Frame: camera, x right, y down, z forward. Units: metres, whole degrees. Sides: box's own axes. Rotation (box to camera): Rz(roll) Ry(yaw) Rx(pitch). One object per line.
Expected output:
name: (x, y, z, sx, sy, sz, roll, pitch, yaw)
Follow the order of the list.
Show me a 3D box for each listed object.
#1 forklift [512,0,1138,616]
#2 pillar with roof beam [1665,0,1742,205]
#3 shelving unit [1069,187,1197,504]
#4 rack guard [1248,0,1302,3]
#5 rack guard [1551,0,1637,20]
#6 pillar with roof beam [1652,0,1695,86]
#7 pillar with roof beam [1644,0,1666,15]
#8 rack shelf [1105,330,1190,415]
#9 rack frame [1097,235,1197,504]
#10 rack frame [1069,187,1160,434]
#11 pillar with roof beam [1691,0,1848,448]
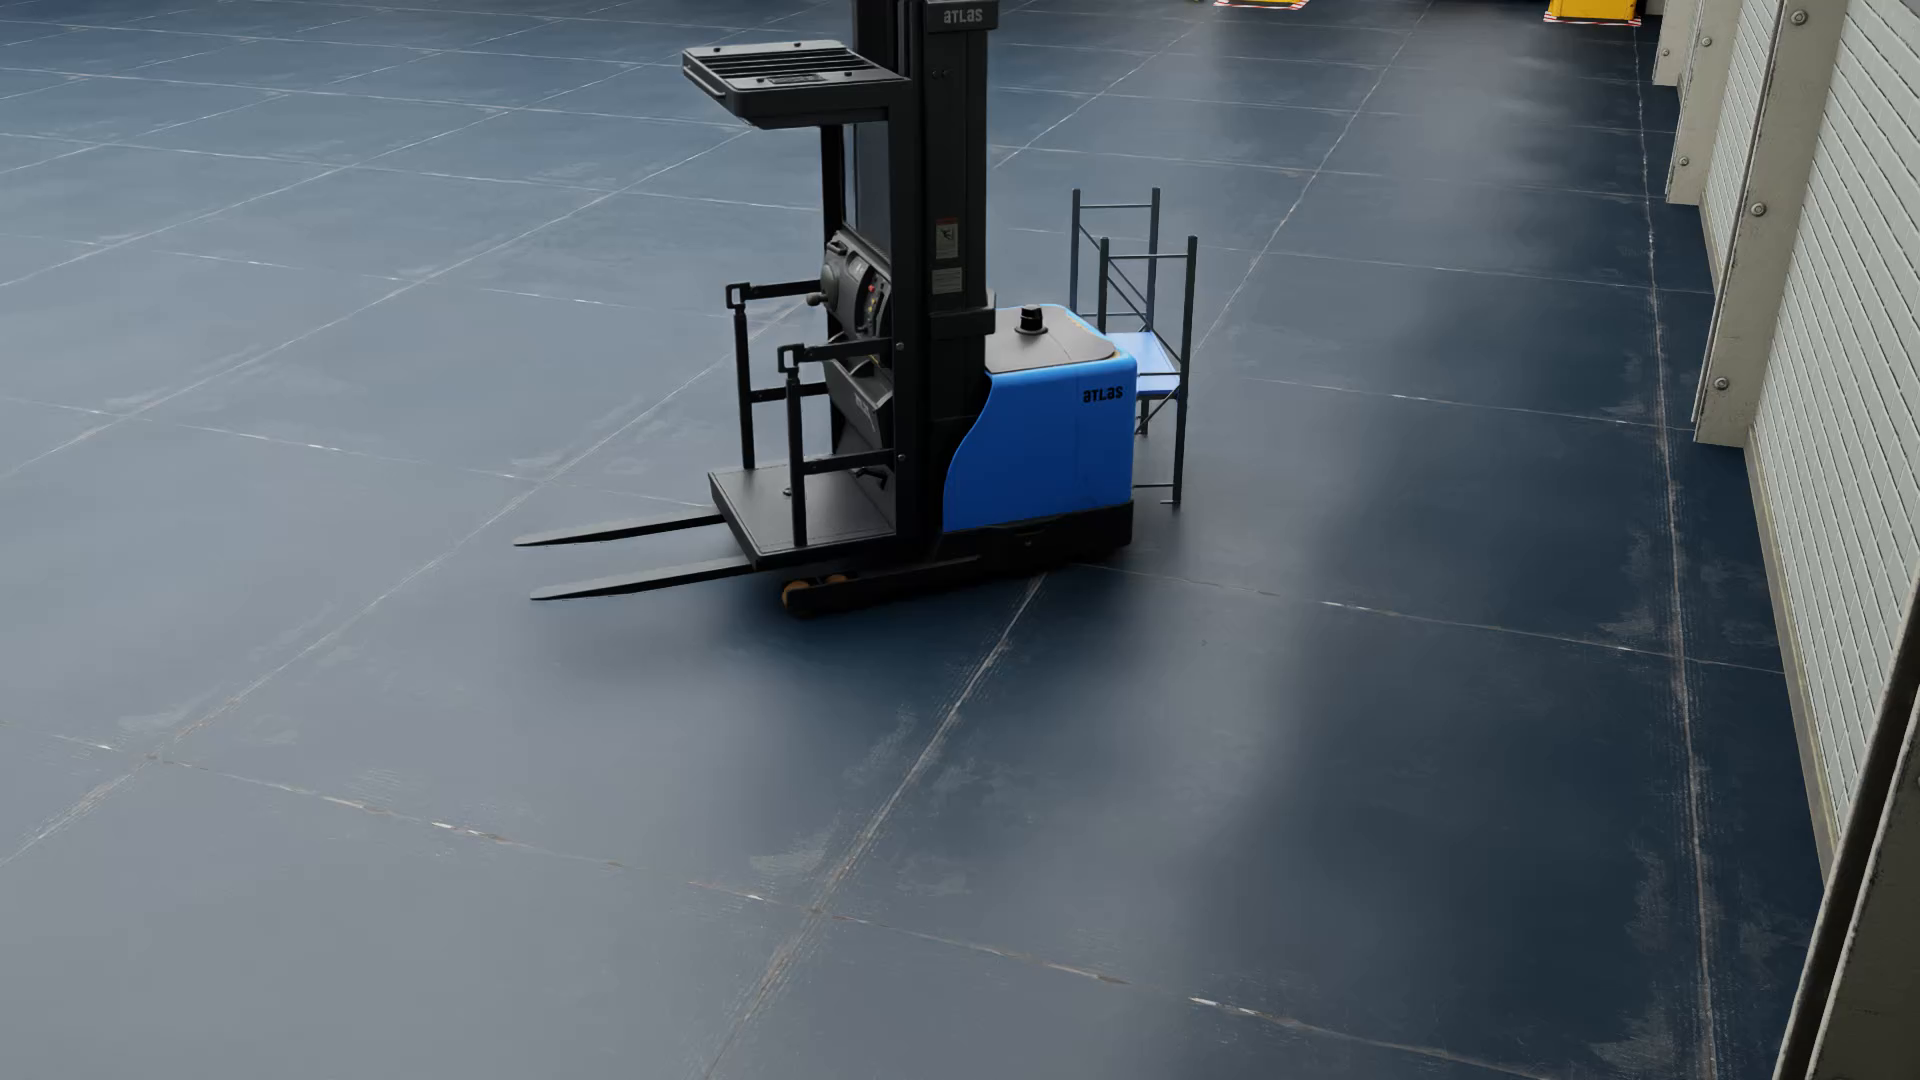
forklift: (-0.683, -1.214, 7.894, 3.031, 2.935, 1.130, -9, 27, -19)
pillar with roof beam: (2.548, -7.787, 14.507, 9.100, 9.000, 0.400, 9, 27, 17)
shelving unit: (0.926, -1.098, 9.296, 0.538, 1.500, 1.048, -2, 26, -4)
rack guard: (4.862, -8.863, 26.482, 1.175, 0.500, 0.348, 9, 27, 17)
rack guard: (9.511, -8.104, 24.914, 1.175, 0.500, 0.348, 9, 27, 17)
pillar with roof beam: (4.544, -10.253, 19.600, 9.100, 9.000, 0.400, 9, 27, 17)
pillar with roof beam: (6.541, -12.719, 24.692, 9.100, 9.000, 0.400, 9, 27, 17)
rack shelf: (0.926, -0.936, 9.375, 0.538, 0.185, 1.000, -2, 26, -4)
rack frame: (0.967, -0.877, 8.840, 0.500, 1.500, 0.032, -2, 26, -4)
rack frame: (0.886, -1.319, 9.752, 0.500, 1.500, 0.032, -2, 26, -4)
pillar with roof beam: (0.551, -5.322, 9.415, 9.100, 9.000, 0.400, 9, 27, 17)
